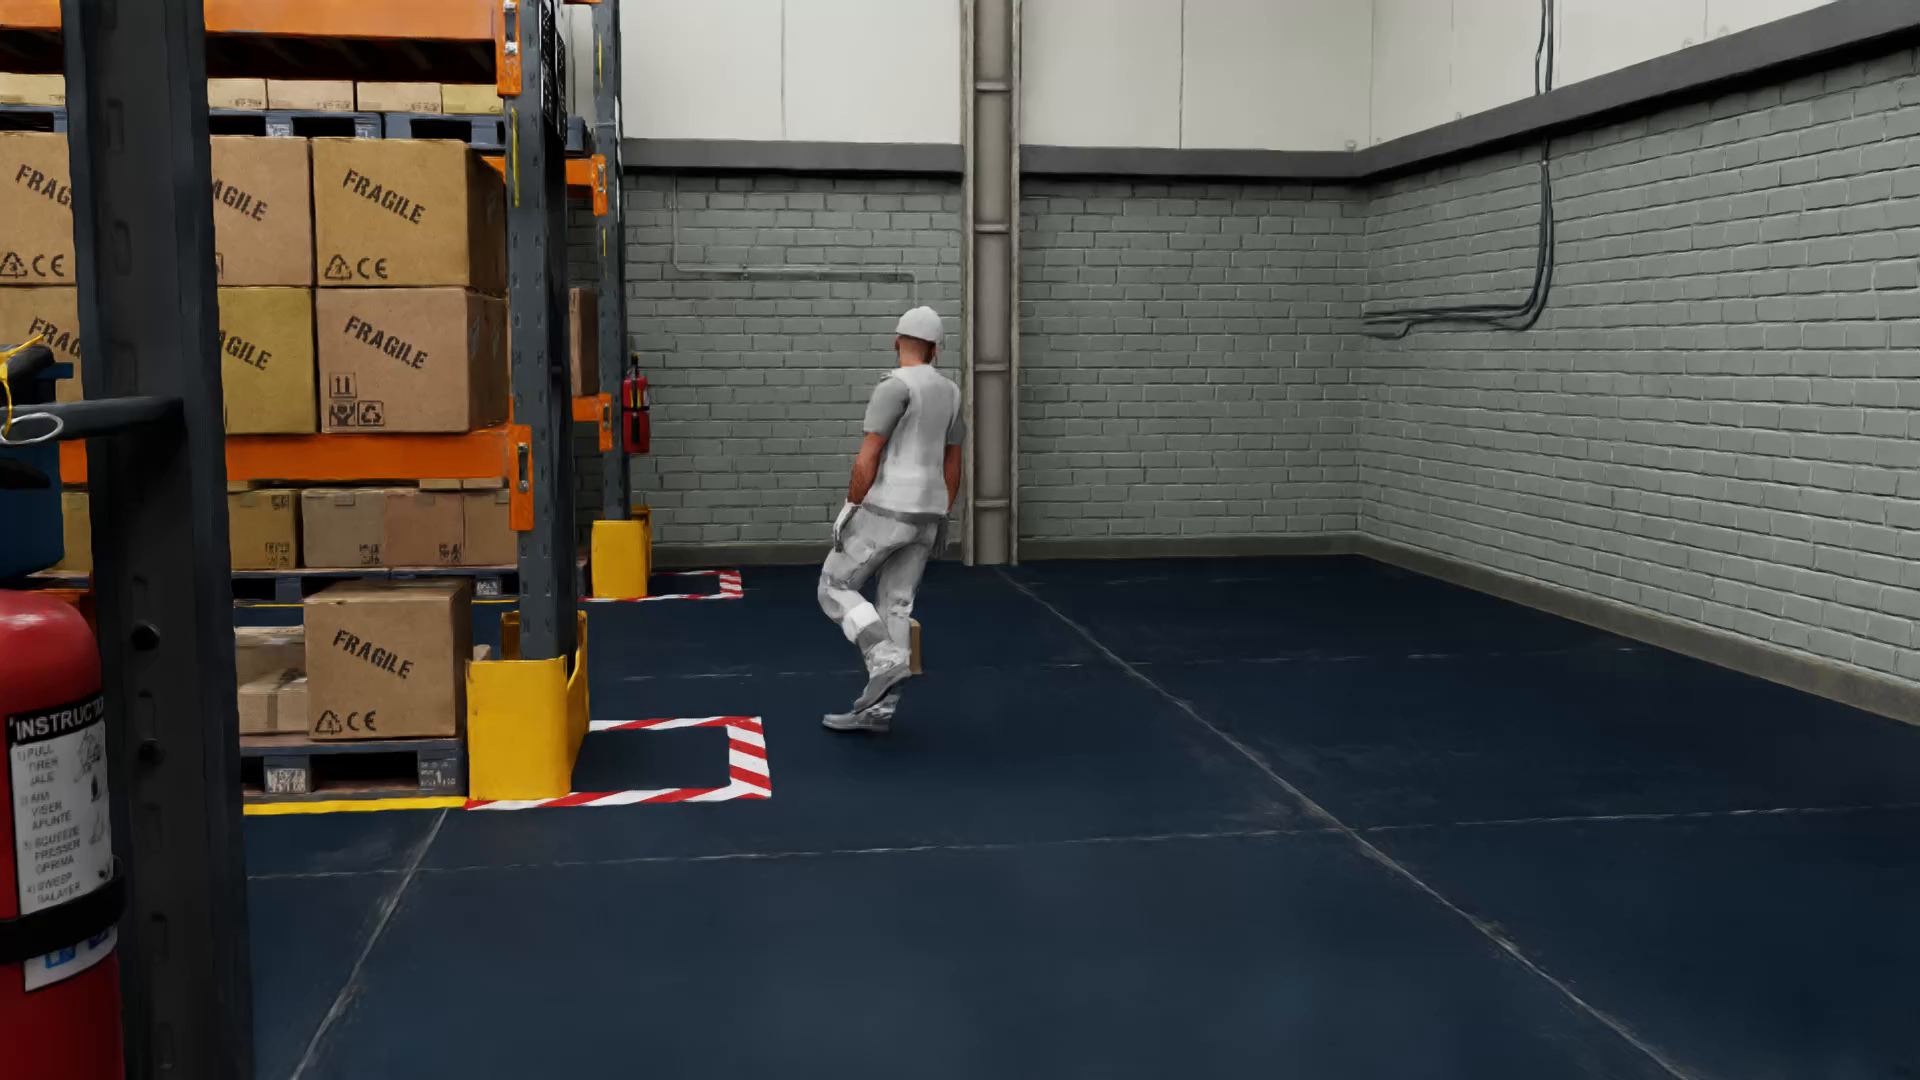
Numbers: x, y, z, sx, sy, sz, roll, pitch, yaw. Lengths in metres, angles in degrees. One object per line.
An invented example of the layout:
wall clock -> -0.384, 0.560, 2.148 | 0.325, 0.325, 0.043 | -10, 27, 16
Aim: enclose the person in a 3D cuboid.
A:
person -> -0.299, -0.088, 6.956 | 0.462, 1.770, 0.655 | 4, 8, 33
